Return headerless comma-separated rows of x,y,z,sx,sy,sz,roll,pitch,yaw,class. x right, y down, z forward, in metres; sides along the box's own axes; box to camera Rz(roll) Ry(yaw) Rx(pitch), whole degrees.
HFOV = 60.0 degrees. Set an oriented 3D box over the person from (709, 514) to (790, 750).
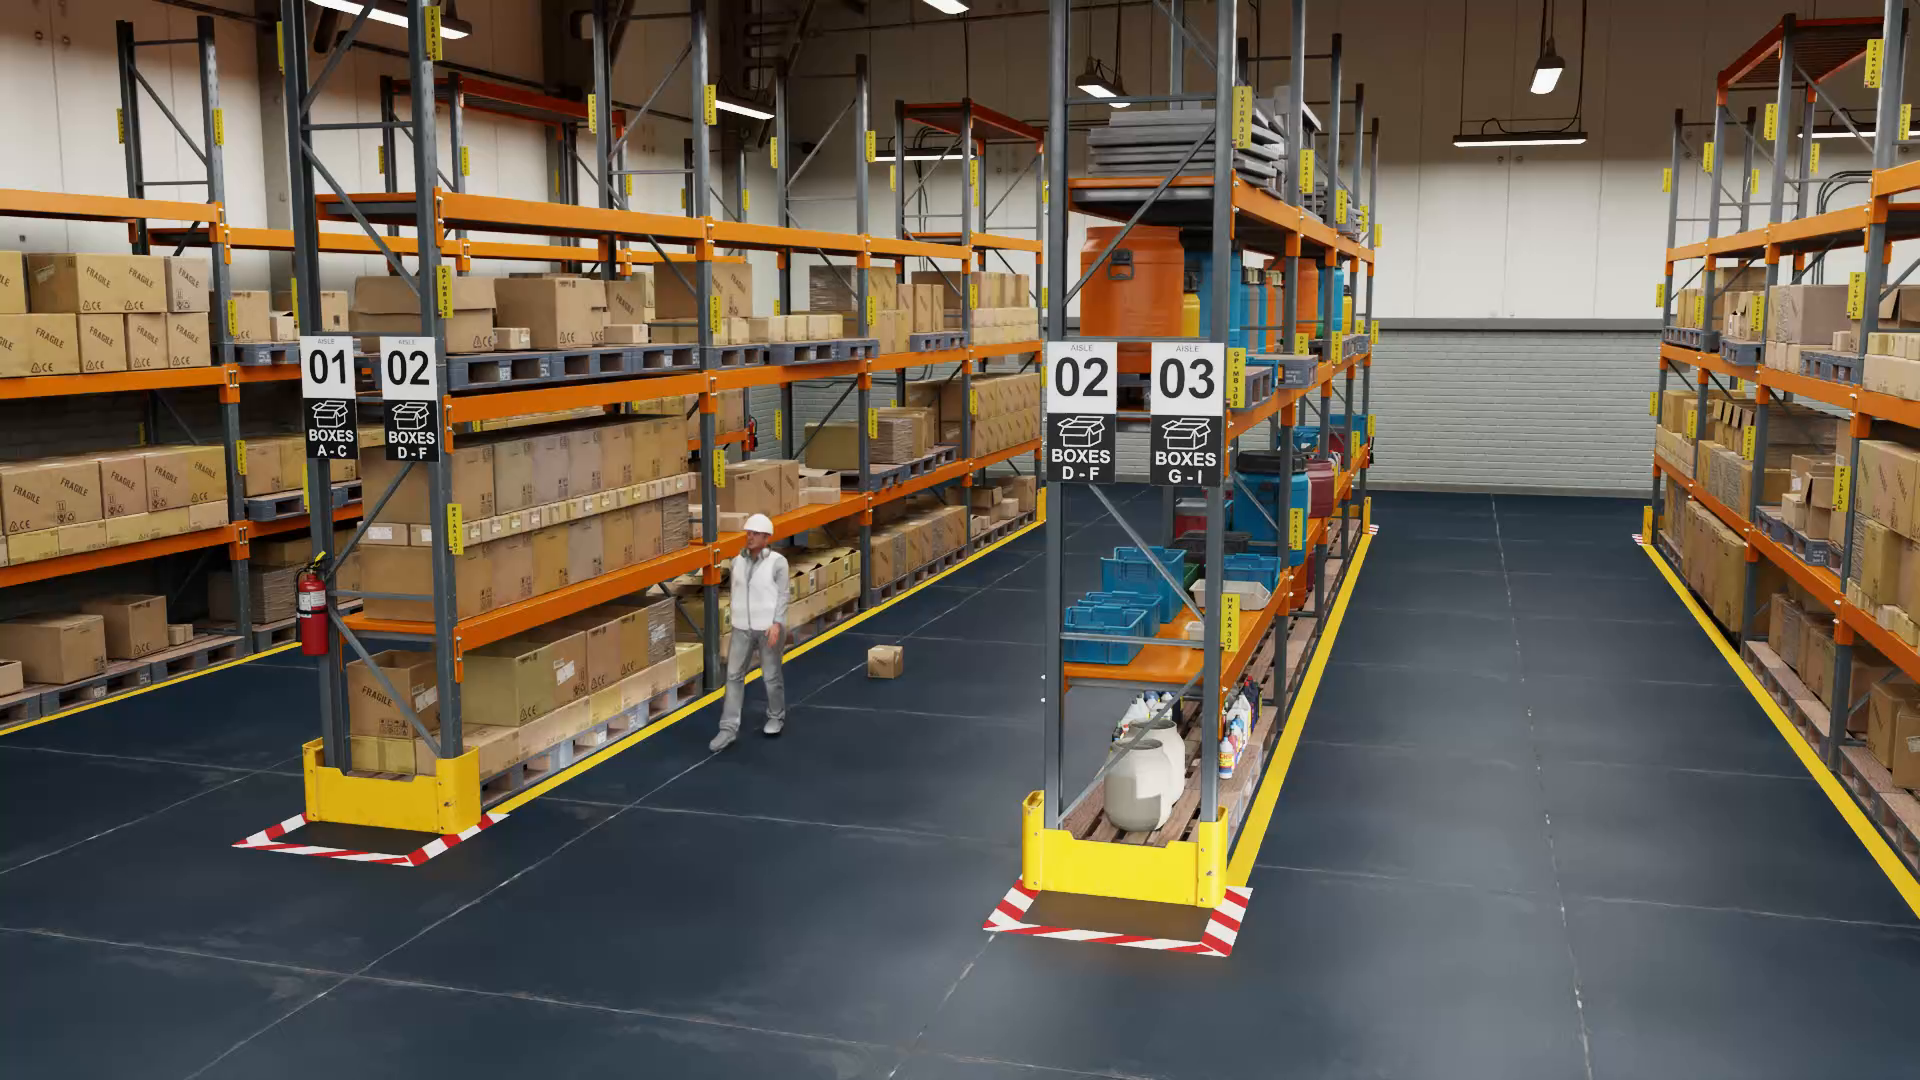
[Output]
-1.600,0.690,12.891,0.547,1.751,0.818,2,9,15,person
